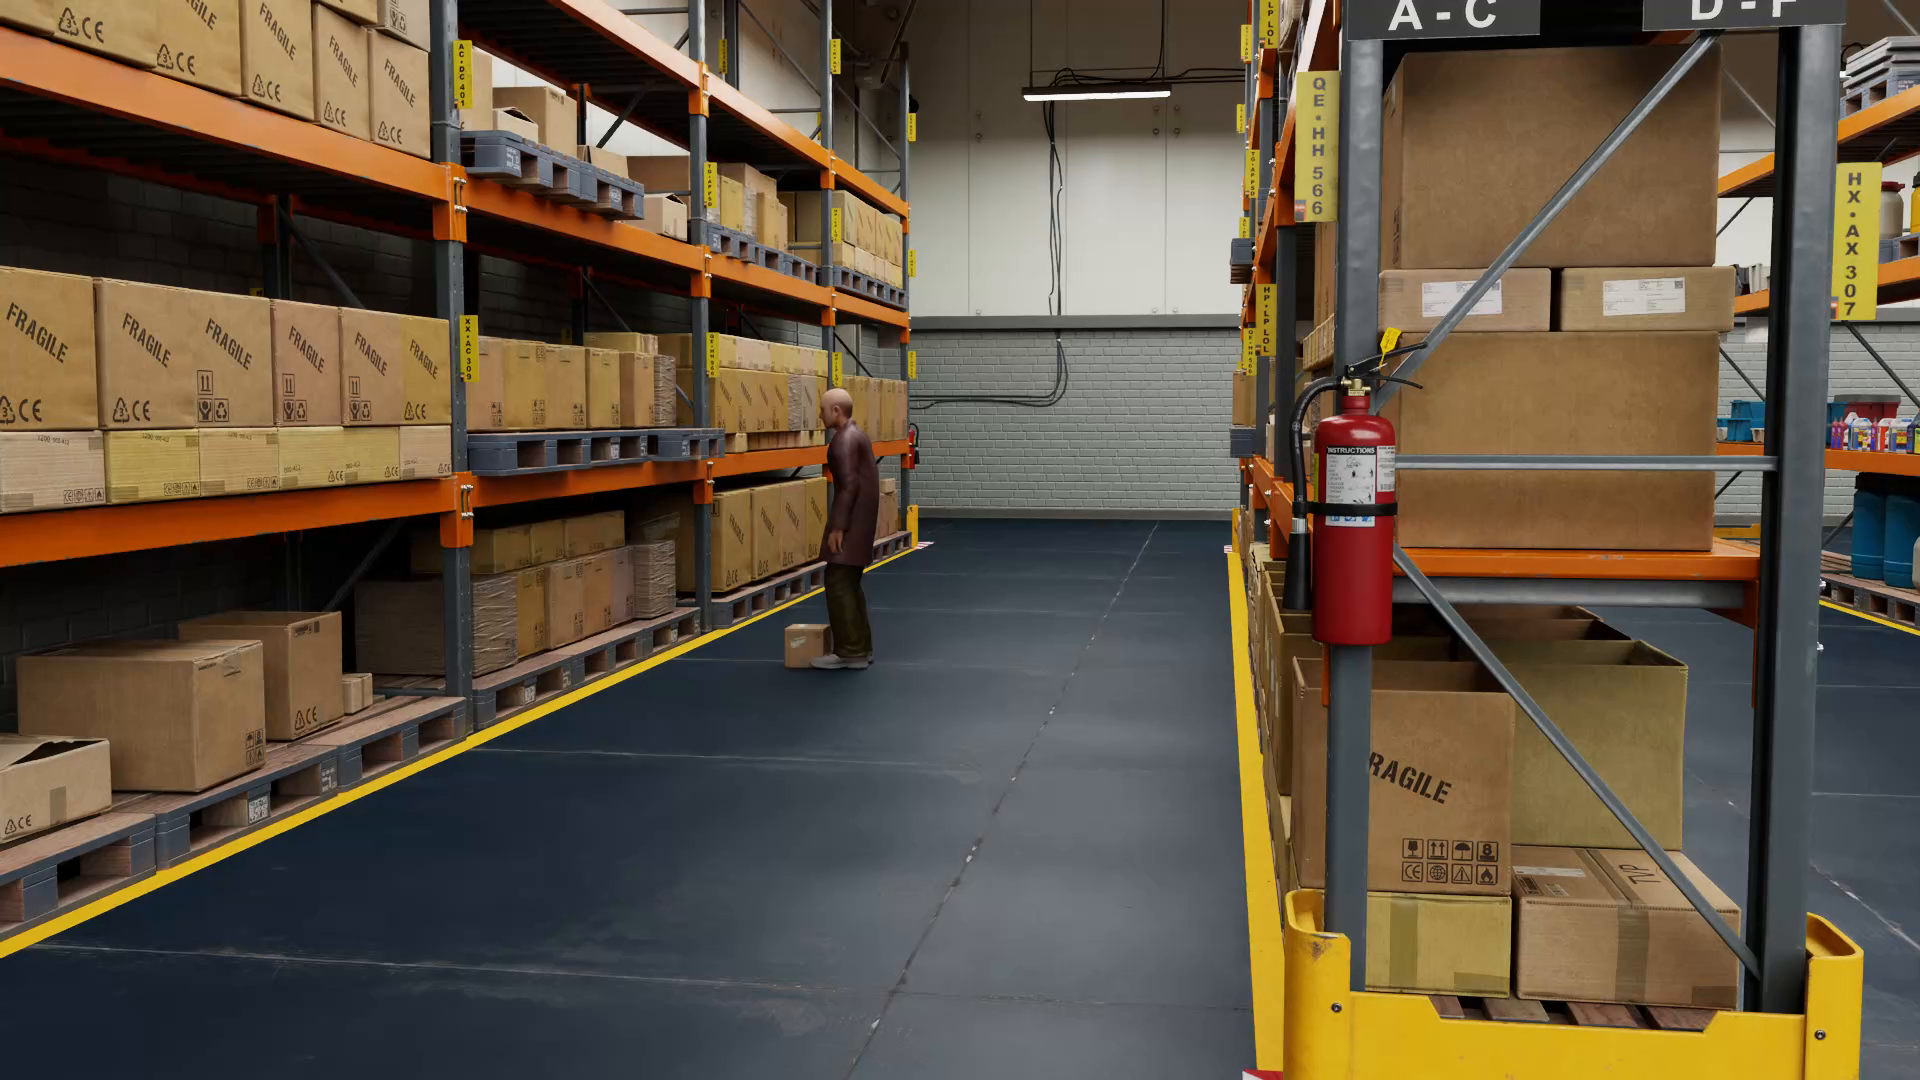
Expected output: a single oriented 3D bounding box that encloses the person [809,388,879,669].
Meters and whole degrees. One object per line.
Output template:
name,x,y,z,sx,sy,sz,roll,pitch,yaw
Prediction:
person,-0.728,-0.076,10.593,0.429,1.772,0.643,0,4,6
